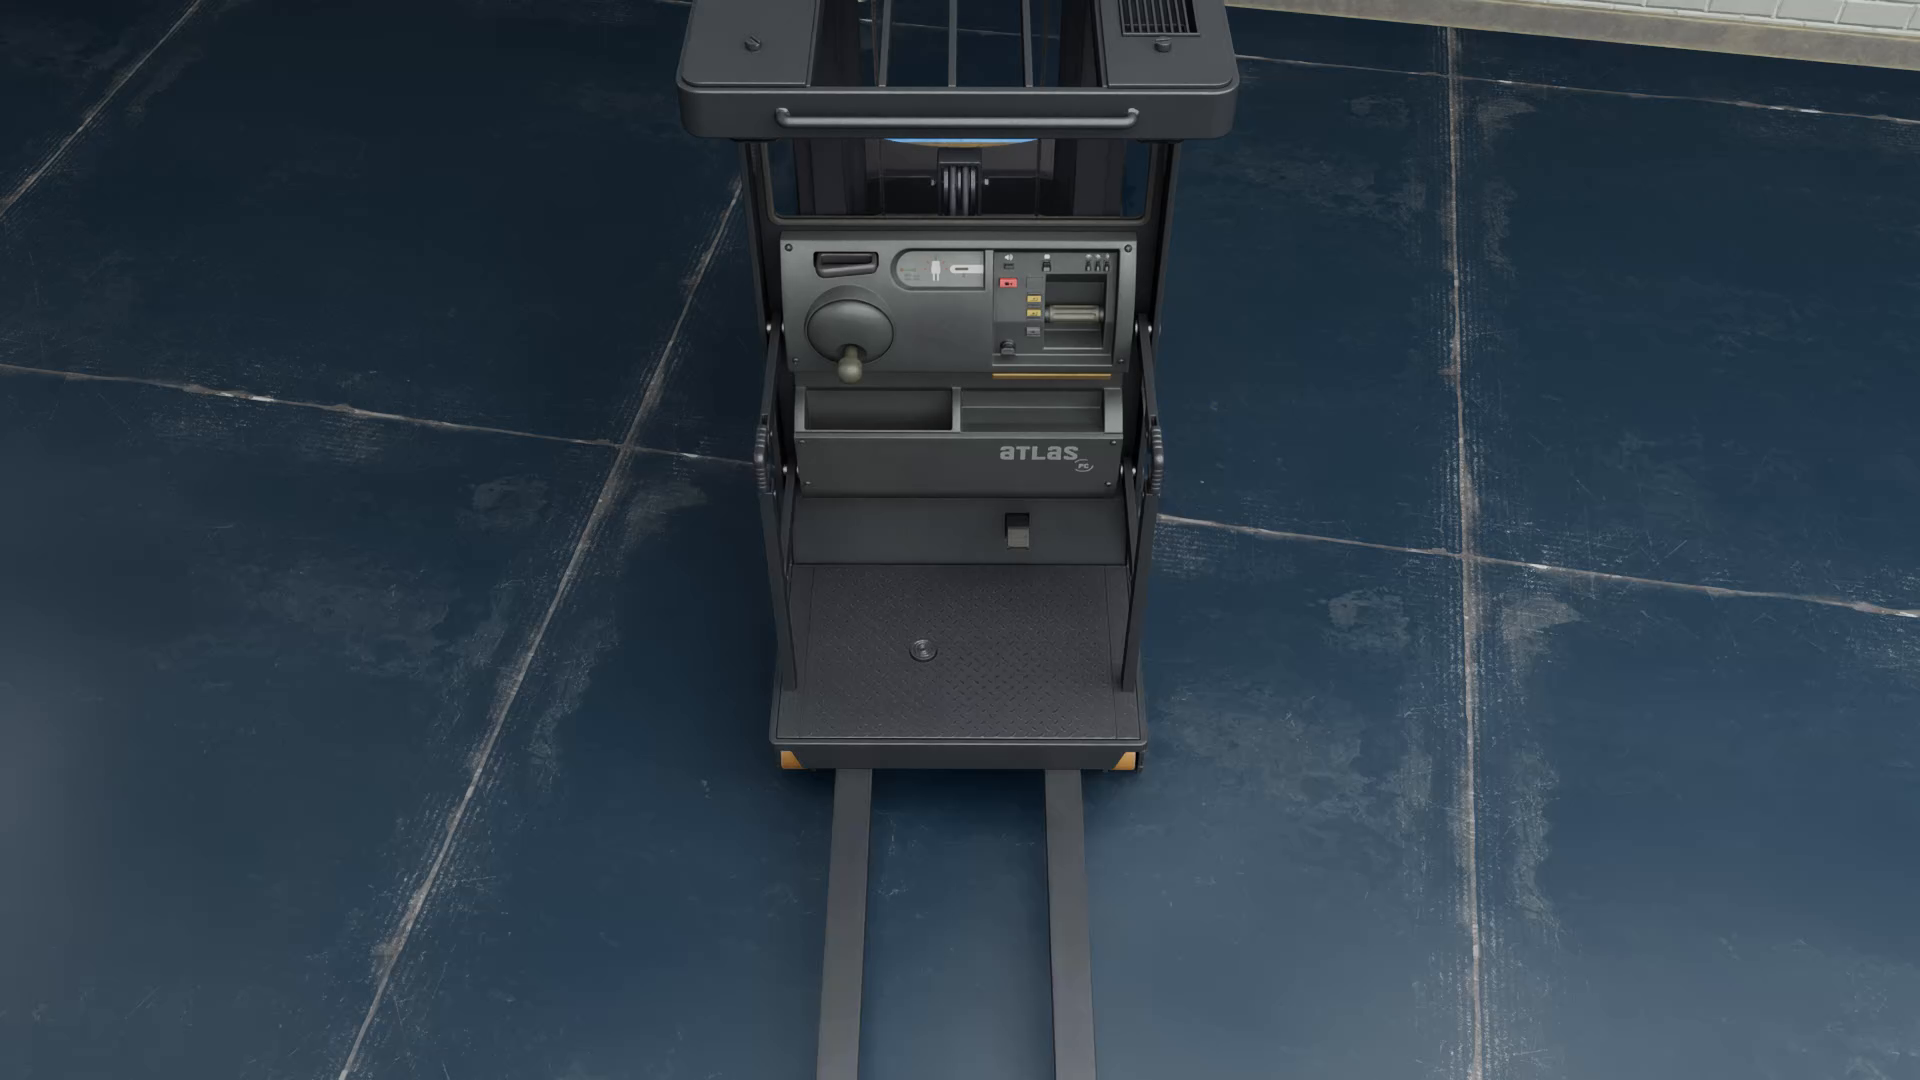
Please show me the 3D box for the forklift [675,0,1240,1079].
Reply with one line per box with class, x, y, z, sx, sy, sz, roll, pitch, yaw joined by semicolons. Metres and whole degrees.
forklift;-0.003;-0.512;4.240;1.130;2.935;3.031;0;48;0
